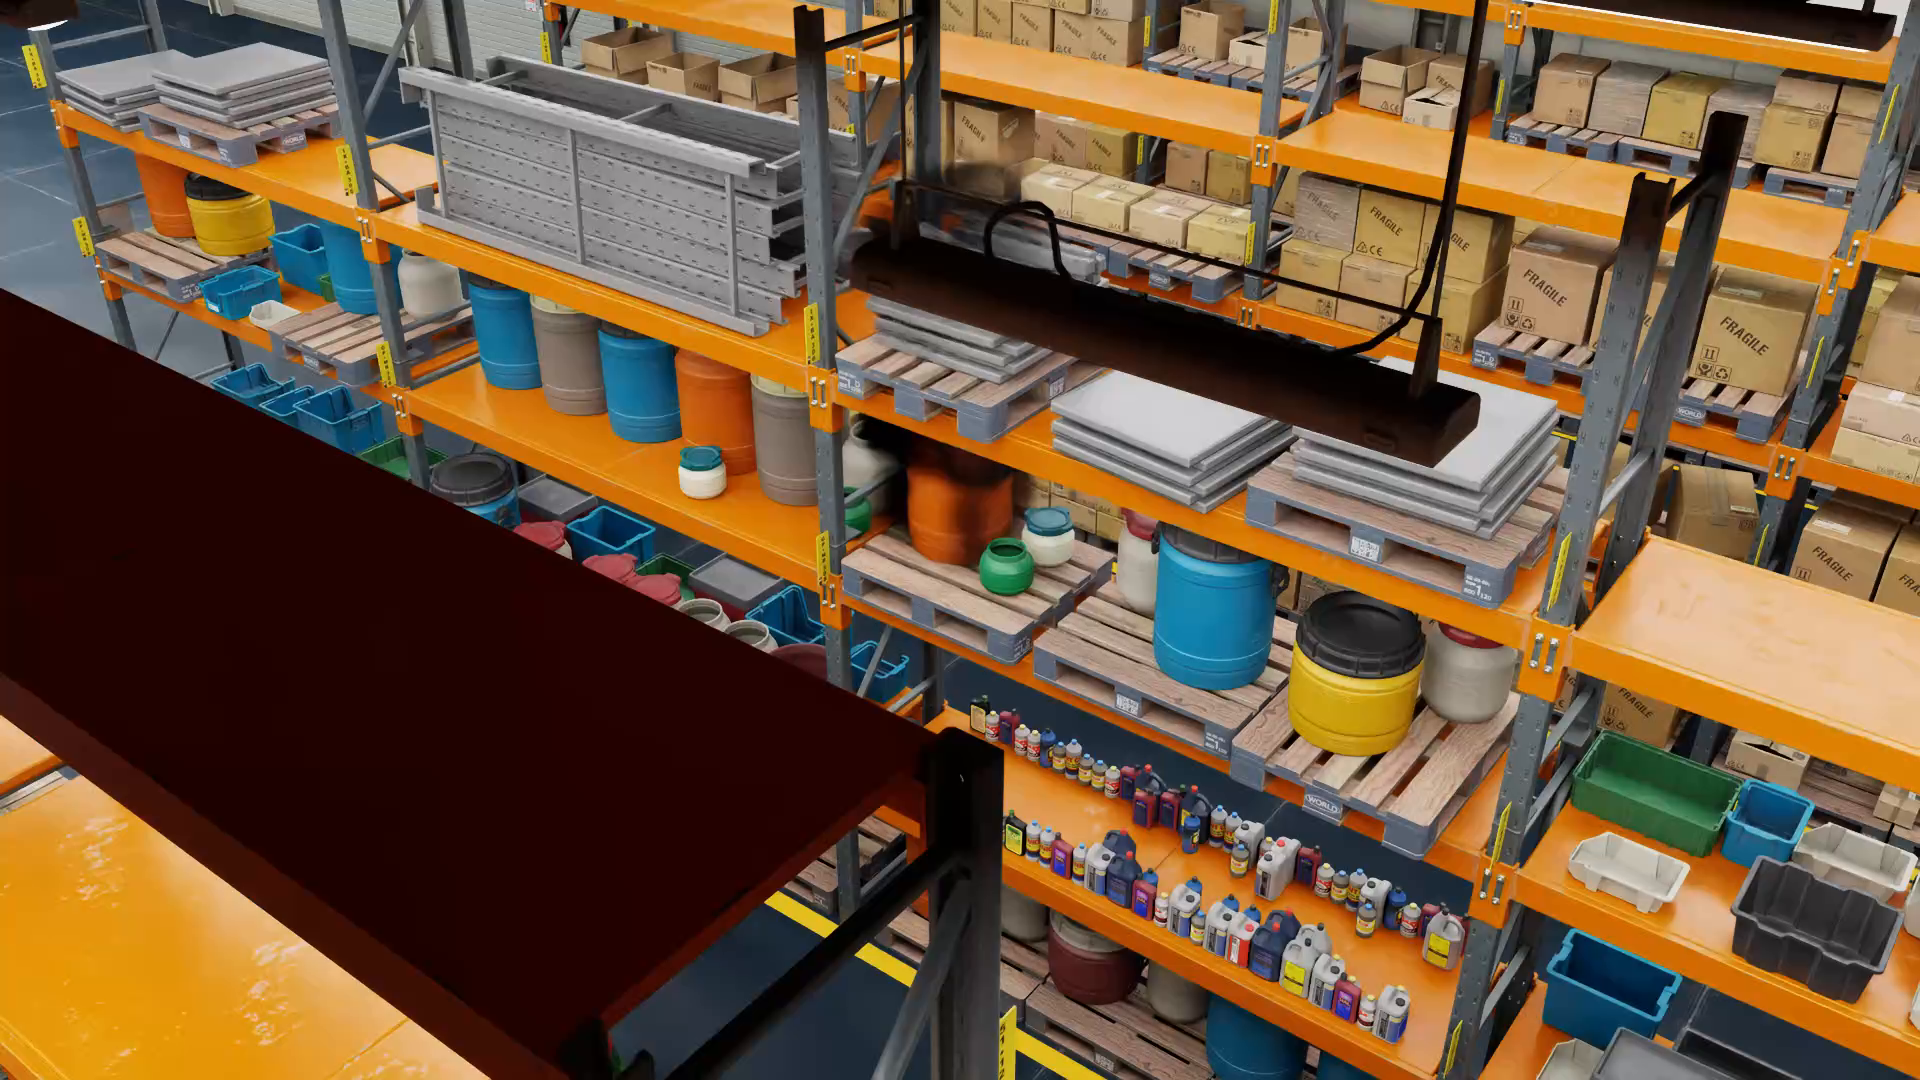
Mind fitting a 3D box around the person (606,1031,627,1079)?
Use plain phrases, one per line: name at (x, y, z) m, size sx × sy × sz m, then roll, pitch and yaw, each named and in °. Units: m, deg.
person at (-2.264, 2.431, 9.584) m, size 0.698 × 1.781 × 0.637 m, roll 13°, pitch 34°, yaw 20°
